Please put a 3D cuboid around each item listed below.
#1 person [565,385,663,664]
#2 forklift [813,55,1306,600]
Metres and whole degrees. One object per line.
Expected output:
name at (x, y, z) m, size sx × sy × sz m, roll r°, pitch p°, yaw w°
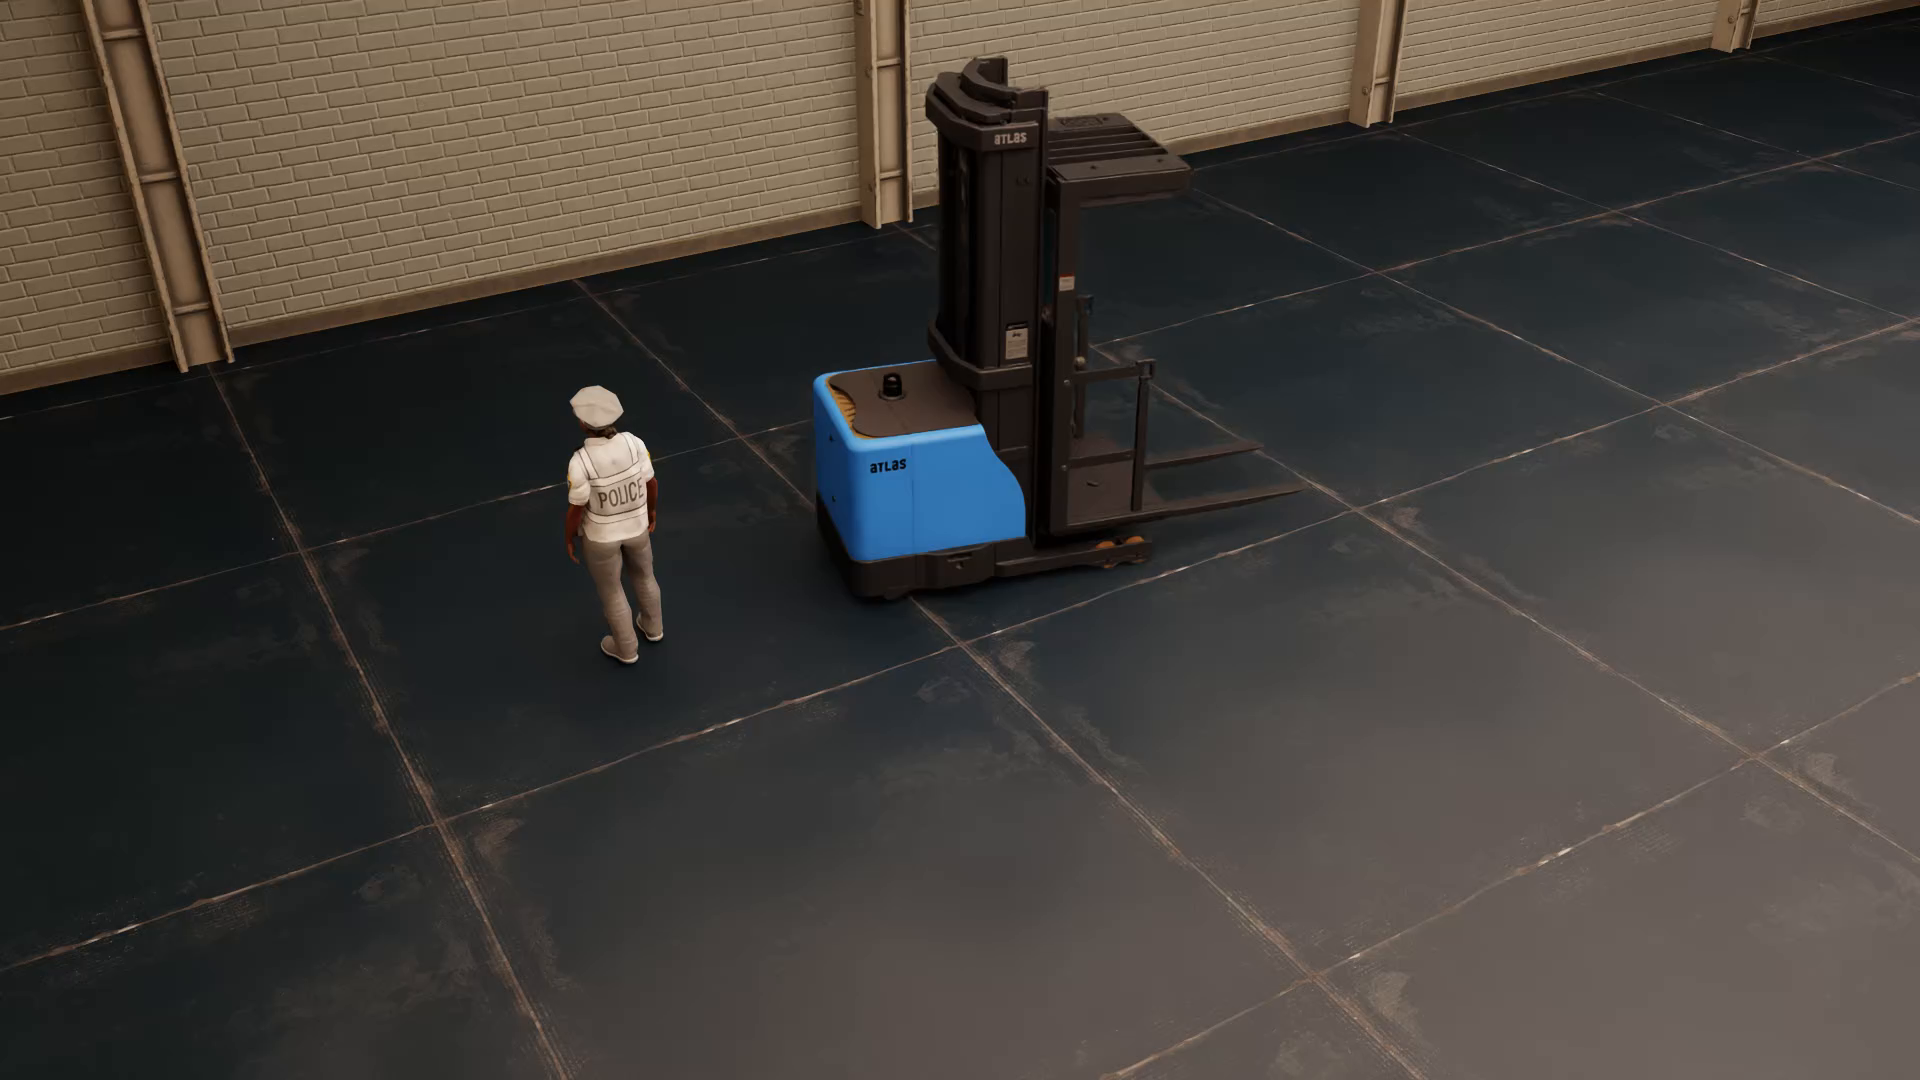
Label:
person at (-1.890, -0.093, 8.993) m, size 0.568 × 1.695 × 0.531 m, roll -20°, pitch 36°, yaw -30°
forklift at (0.671, -1.332, 9.871) m, size 3.031 × 2.935 × 1.130 m, roll -9°, pitch 32°, yaw -15°
